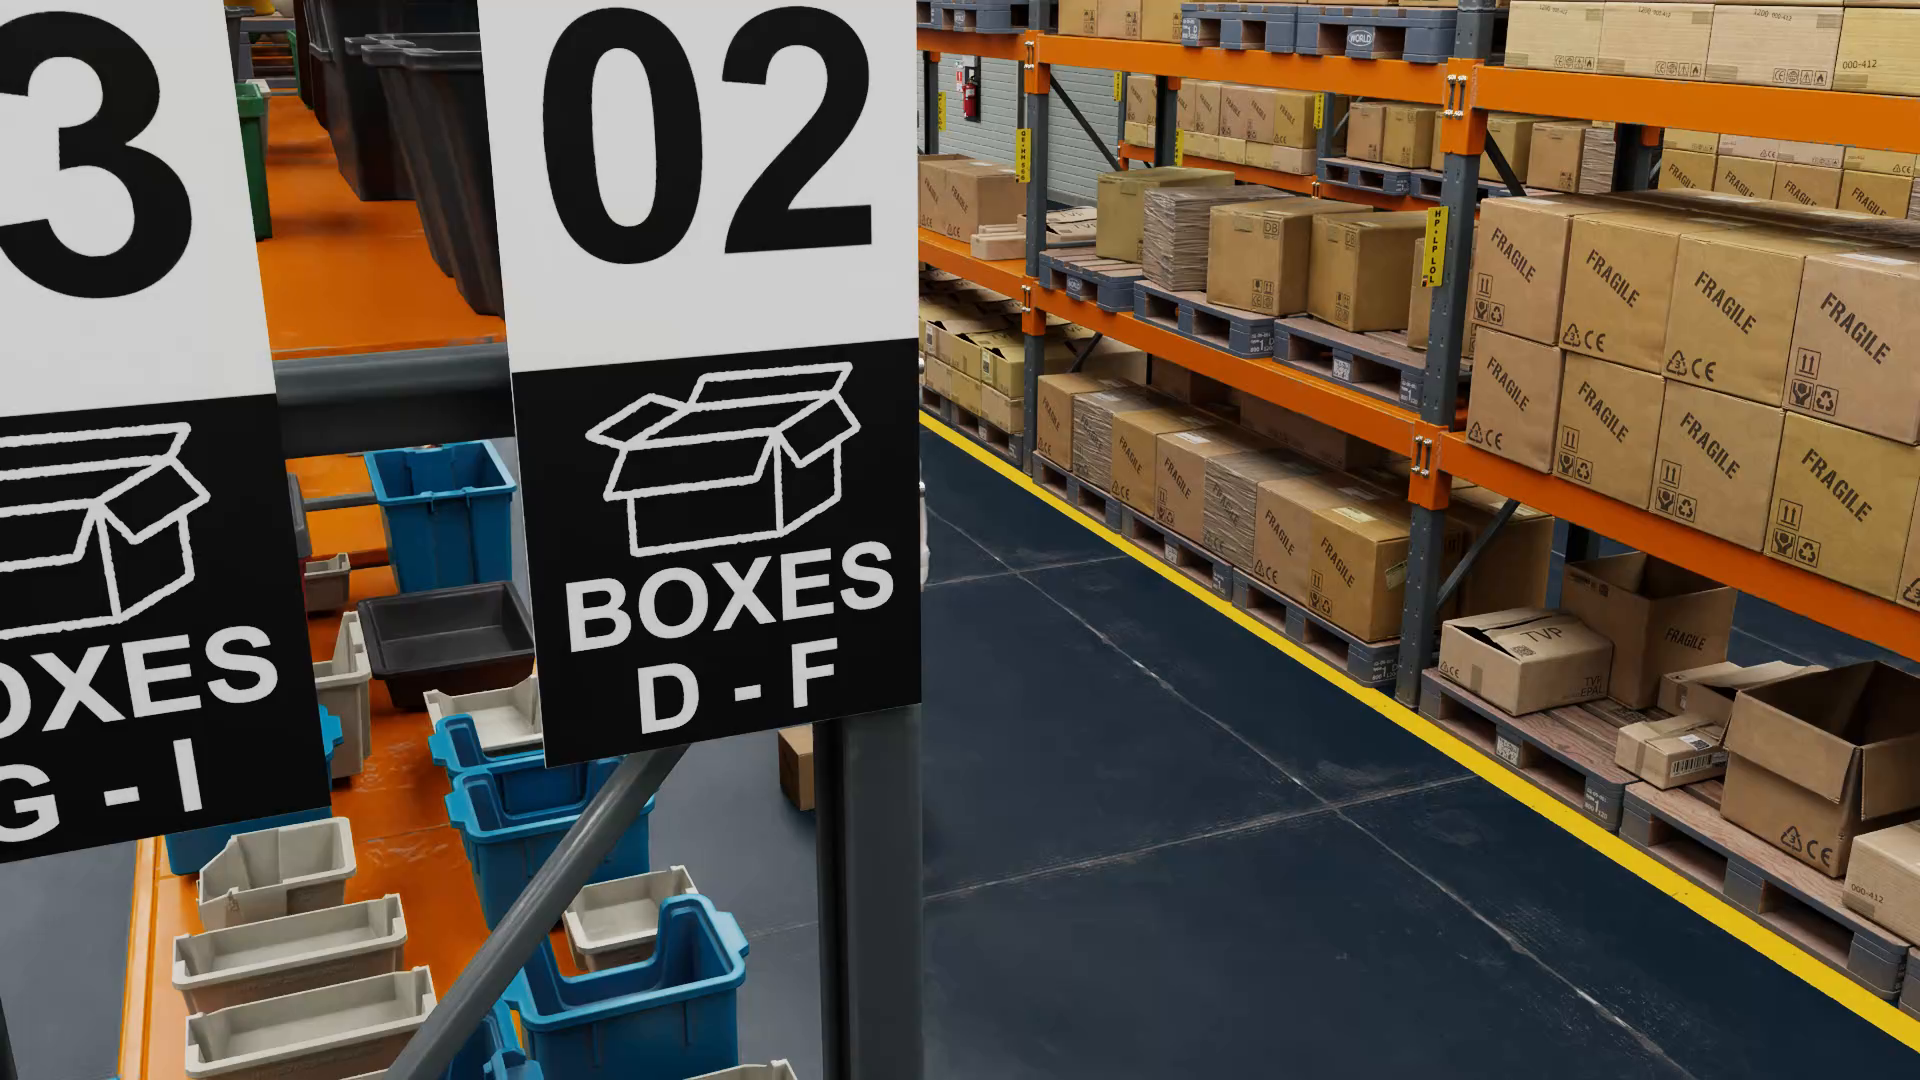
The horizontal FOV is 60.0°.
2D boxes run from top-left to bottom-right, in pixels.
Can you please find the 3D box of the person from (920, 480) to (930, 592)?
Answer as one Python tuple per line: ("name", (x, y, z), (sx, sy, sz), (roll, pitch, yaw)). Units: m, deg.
("person", (-0.371, 0.160, 6.561), (0.459, 1.761, 0.626), (-8, 20, -22))
